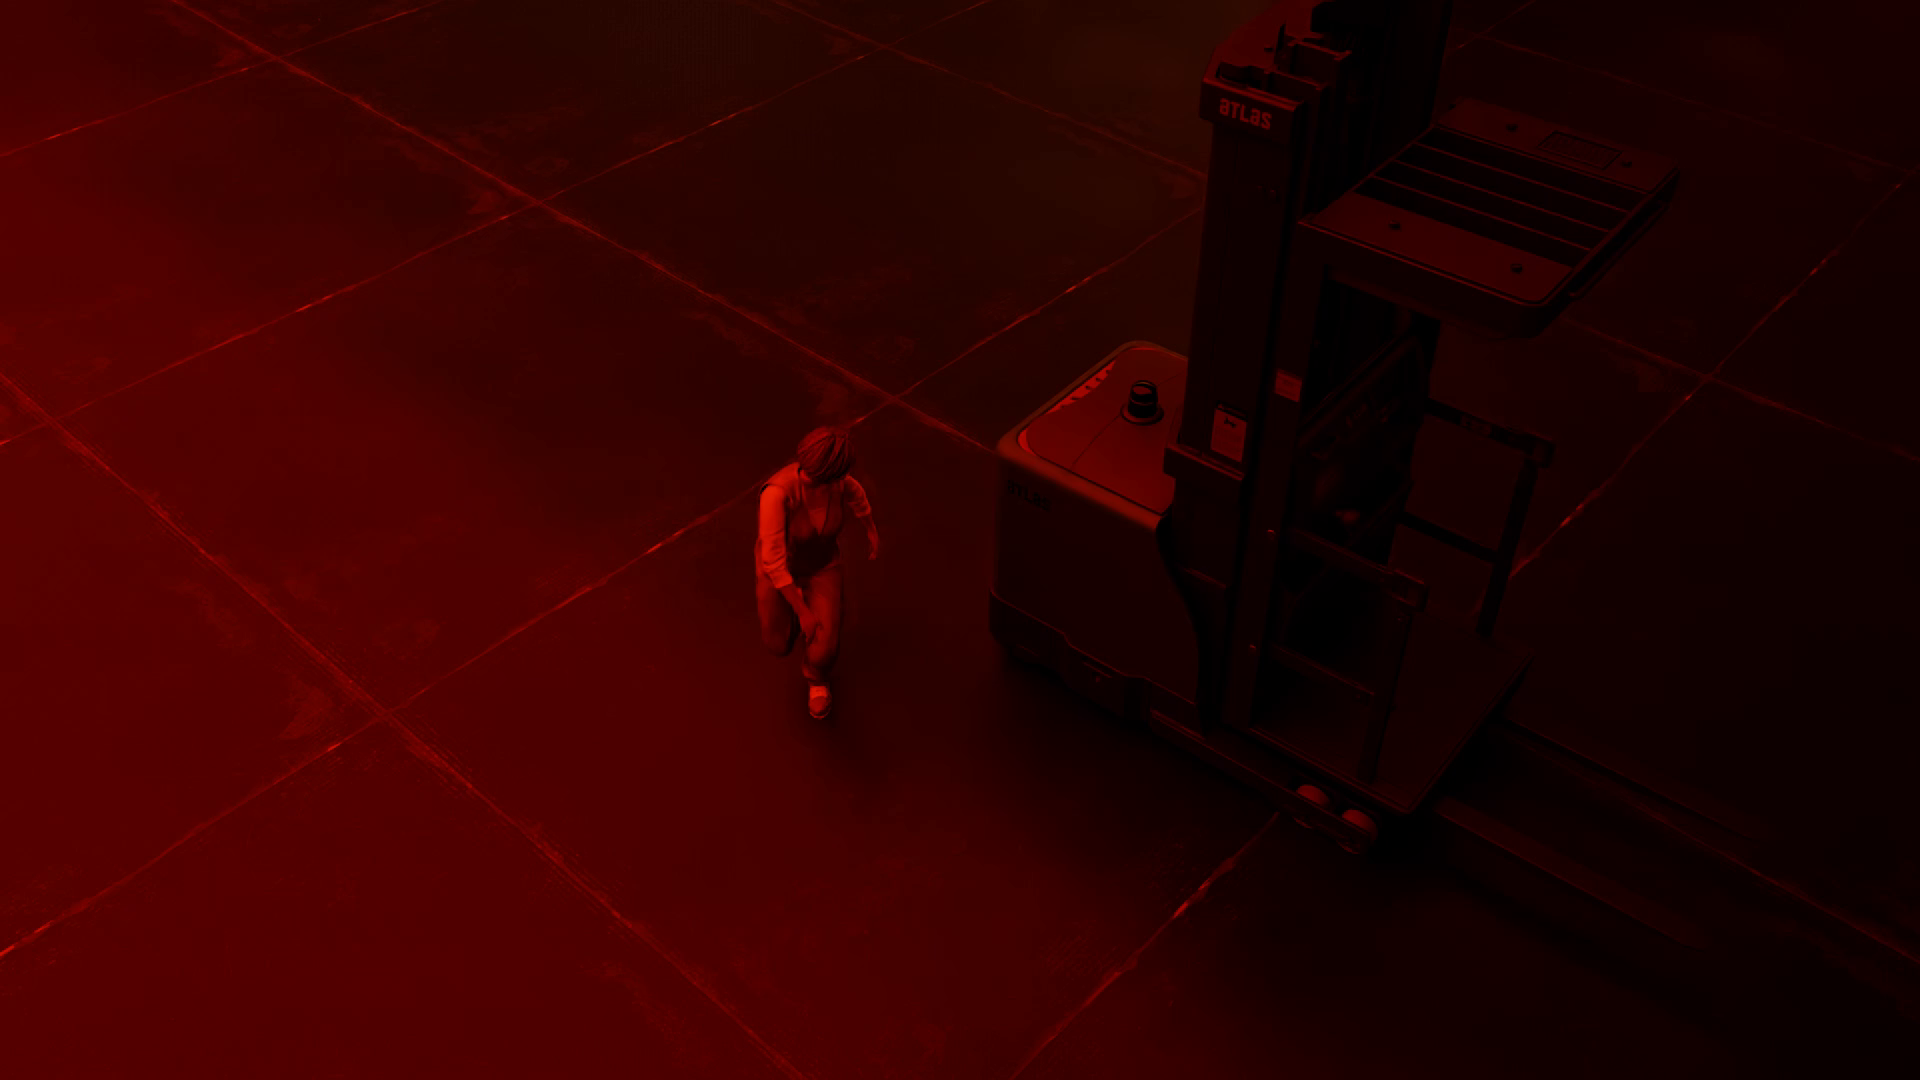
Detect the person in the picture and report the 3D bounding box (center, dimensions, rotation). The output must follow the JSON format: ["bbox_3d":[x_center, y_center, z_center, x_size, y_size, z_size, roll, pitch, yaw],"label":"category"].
[{"bbox_3d":[-0.558,0.063,6.583,0.541,1.376,0.746,-10,42,-11],"label":"person"}]

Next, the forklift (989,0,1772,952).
[{"bbox_3d":[1.587,-0.321,5.802,3.031,2.935,1.130,28,48,28],"label":"forklift"}]
